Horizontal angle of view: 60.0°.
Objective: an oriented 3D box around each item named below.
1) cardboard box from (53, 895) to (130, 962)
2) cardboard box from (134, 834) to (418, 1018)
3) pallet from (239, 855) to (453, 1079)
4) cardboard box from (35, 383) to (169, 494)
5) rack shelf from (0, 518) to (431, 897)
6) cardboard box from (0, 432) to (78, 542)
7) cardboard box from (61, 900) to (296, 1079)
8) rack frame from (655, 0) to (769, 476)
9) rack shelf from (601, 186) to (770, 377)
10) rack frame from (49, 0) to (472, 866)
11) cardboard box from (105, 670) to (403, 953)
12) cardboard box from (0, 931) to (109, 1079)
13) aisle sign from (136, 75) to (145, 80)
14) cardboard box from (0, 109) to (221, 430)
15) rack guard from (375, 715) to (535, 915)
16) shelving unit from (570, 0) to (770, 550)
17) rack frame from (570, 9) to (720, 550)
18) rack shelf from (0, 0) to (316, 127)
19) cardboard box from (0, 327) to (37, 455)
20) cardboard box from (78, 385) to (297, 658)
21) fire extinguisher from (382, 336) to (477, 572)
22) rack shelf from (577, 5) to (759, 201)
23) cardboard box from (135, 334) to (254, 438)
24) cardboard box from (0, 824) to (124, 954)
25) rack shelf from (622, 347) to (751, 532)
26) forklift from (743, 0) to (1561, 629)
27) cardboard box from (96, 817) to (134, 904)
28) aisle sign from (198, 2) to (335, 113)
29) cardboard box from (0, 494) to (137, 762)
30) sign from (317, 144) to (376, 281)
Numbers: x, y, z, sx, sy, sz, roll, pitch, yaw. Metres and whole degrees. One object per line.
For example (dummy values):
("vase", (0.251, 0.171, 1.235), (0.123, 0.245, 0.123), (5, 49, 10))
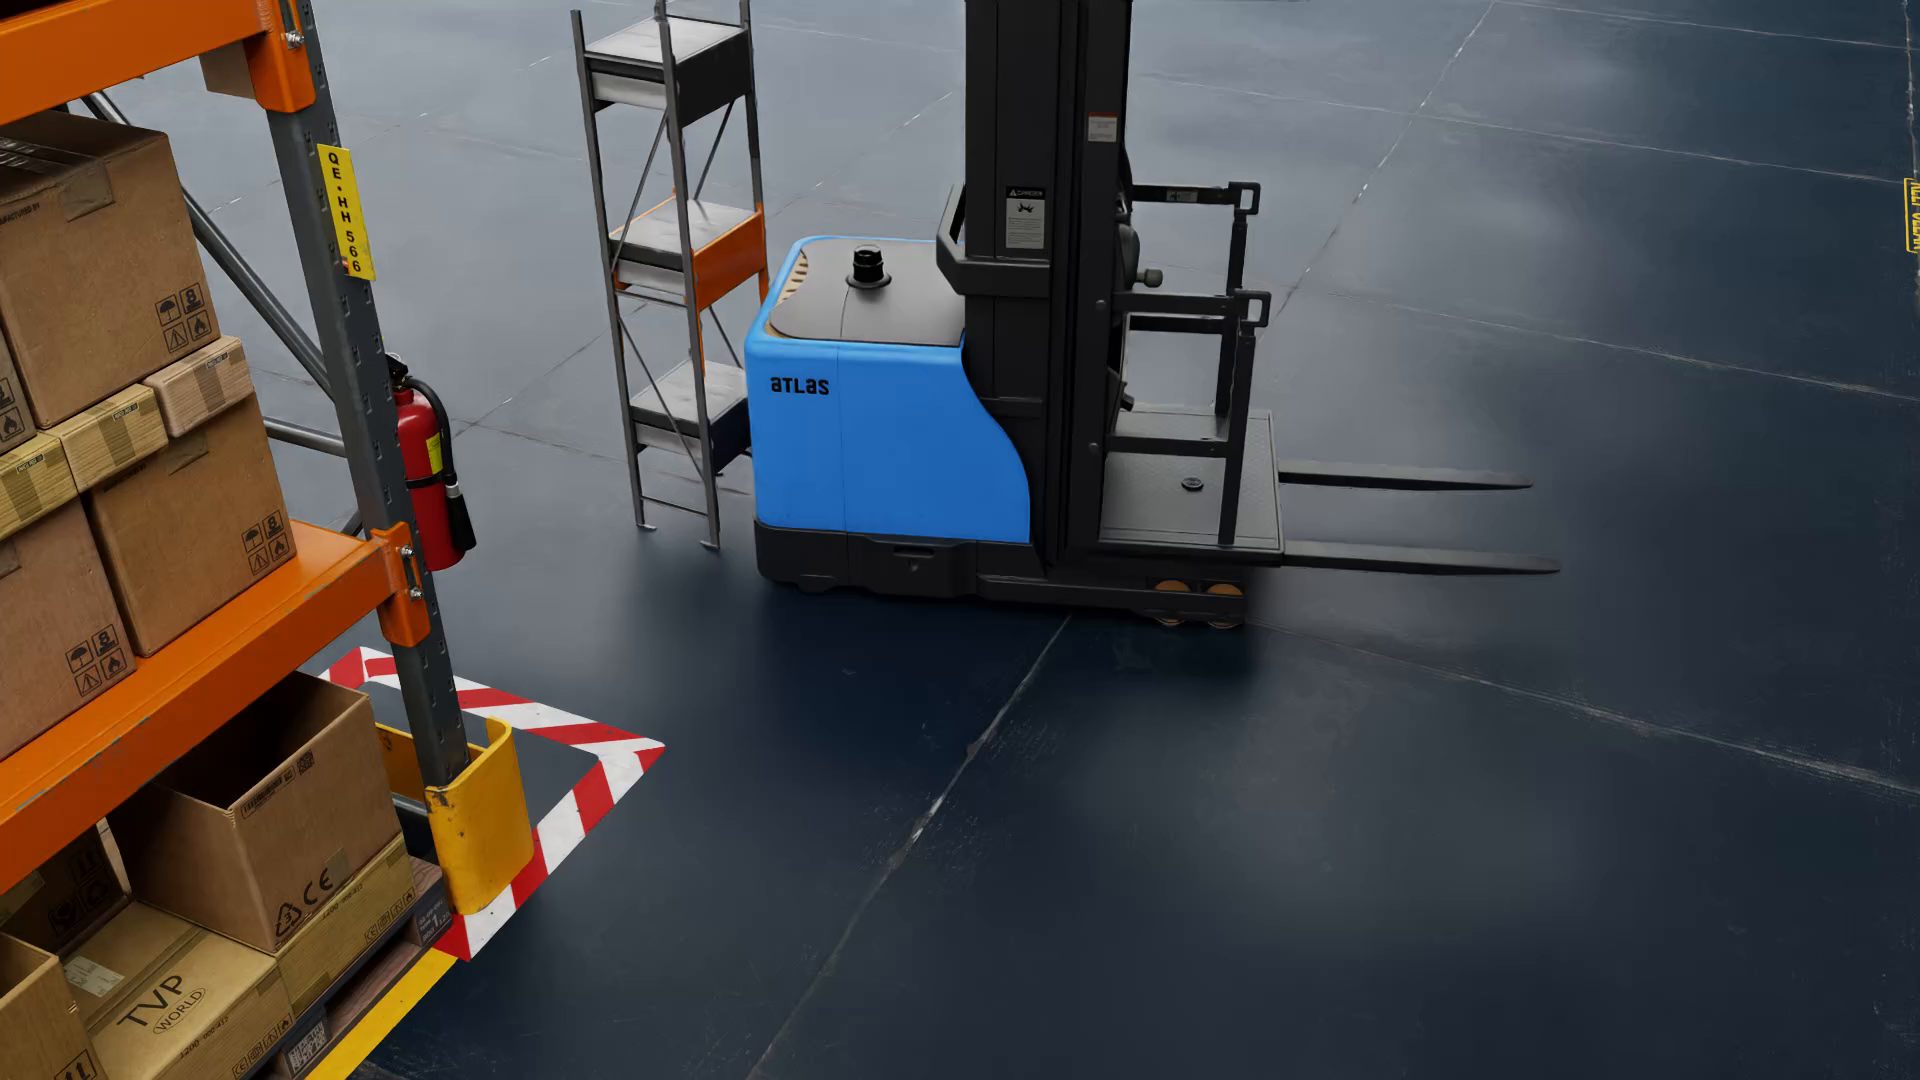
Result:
("cardboard box", (-2.565, 1.123, 4.426), (0.500, 0.250, 0.500), (14, 36, 20))
("cardboard box", (-1.888, 0.992, 4.626), (0.500, 0.250, 0.500), (14, 36, 20))
("pallet", (-2.214, 1.240, 4.667), (1.003, 0.211, 1.213), (14, 36, 20))
("cardboard box", (-2.027, -0.265, 3.736), (0.380, 0.149, 0.250), (15, 36, 22))
("rack shelf", (-2.769, 0.980, 3.176), (1.077, 0.370, 4.000), (14, 36, 20))
("cardboard box", (-2.134, -0.138, 3.542), (0.380, 0.149, 0.250), (14, 36, 20))
("cardboard box", (-2.087, 1.244, 4.242), (0.500, 0.250, 0.500), (14, 36, 20))
("rack frame", (-0.934, -1.131, 6.558), (0.400, 2.100, 0.015), (15, 36, 22))
("rack shelf", (-1.042, -0.999, 6.383), (0.431, 0.518, 0.480), (15, 36, 22))
("rack frame", (-1.932, -0.317, 4.498), (1.000, 3.000, 0.127), (14, 36, 20))
("cardboard box", (-1.886, 0.679, 4.419), (0.500, 0.500, 0.500), (14, 36, 20))
("cardboard box", (-2.291, 1.181, 3.655), (0.500, 0.500, 0.500), (14, 36, 20))
("aisle sign", (-2.183, -1.507, 3.942), (0.394, 0.787, 0.004), (14, 36, 20))
("cardboard box", (-2.161, -0.645, 3.724), (0.700, 0.500, 0.500), (14, 36, 21))
("rack guard", (-1.922, 0.717, 5.201), (1.175, 0.500, 0.348), (14, 36, 20))
("shelving unit", (-1.042, -1.011, 6.375), (0.431, 2.100, 0.503), (15, 36, 22))
("rack frame", (-1.150, -0.890, 6.193), (0.400, 2.100, 0.015), (15, 36, 22))
("rack shelf", (-2.769, -0.274, 2.353), (1.077, 0.370, 4.000), (14, 36, 20))
("cardboard box", (-2.376, -0.382, 3.323), (0.700, 0.500, 0.500), (13, 36, 19))
("cardboard box", (-2.139, -0.129, 4.120), (0.700, 0.500, 0.500), (14, 36, 20))
("fire extinguisher", (-1.461, -0.237, 4.446), (0.296, 0.674, 0.183), (14, 36, 20))
("rack shelf", (-1.043, -1.584, 5.998), (0.431, 0.518, 0.480), (15, 36, 22))
("cardboard box", (-1.919, -0.396, 3.935), (0.380, 0.149, 0.250), (14, 36, 20))
("cardboard box", (-2.566, 0.809, 4.221), (0.500, 0.500, 0.500), (14, 36, 20))
("rack shelf", (-1.042, -0.414, 6.768), (0.431, 0.518, 0.480), (15, 36, 22))
("forklift", (0.766, -1.203, 5.911), (3.031, 2.935, 1.130), (4, 33, 6))
("cardboard box", (-2.359, 0.873, 4.807), (0.500, 0.250, 0.500), (14, 36, 20))
("aisle sign", (-1.638, -1.369, 3.732), (0.394, 0.787, 0.004), (14, 36, 20))
("cardboard box", (-2.355, 0.134, 3.720), (0.700, 0.500, 0.500), (15, 36, 22))
("sign", (-1.445, -0.769, 3.915), (0.100, 0.325, 0.005), (14, 36, 20))
